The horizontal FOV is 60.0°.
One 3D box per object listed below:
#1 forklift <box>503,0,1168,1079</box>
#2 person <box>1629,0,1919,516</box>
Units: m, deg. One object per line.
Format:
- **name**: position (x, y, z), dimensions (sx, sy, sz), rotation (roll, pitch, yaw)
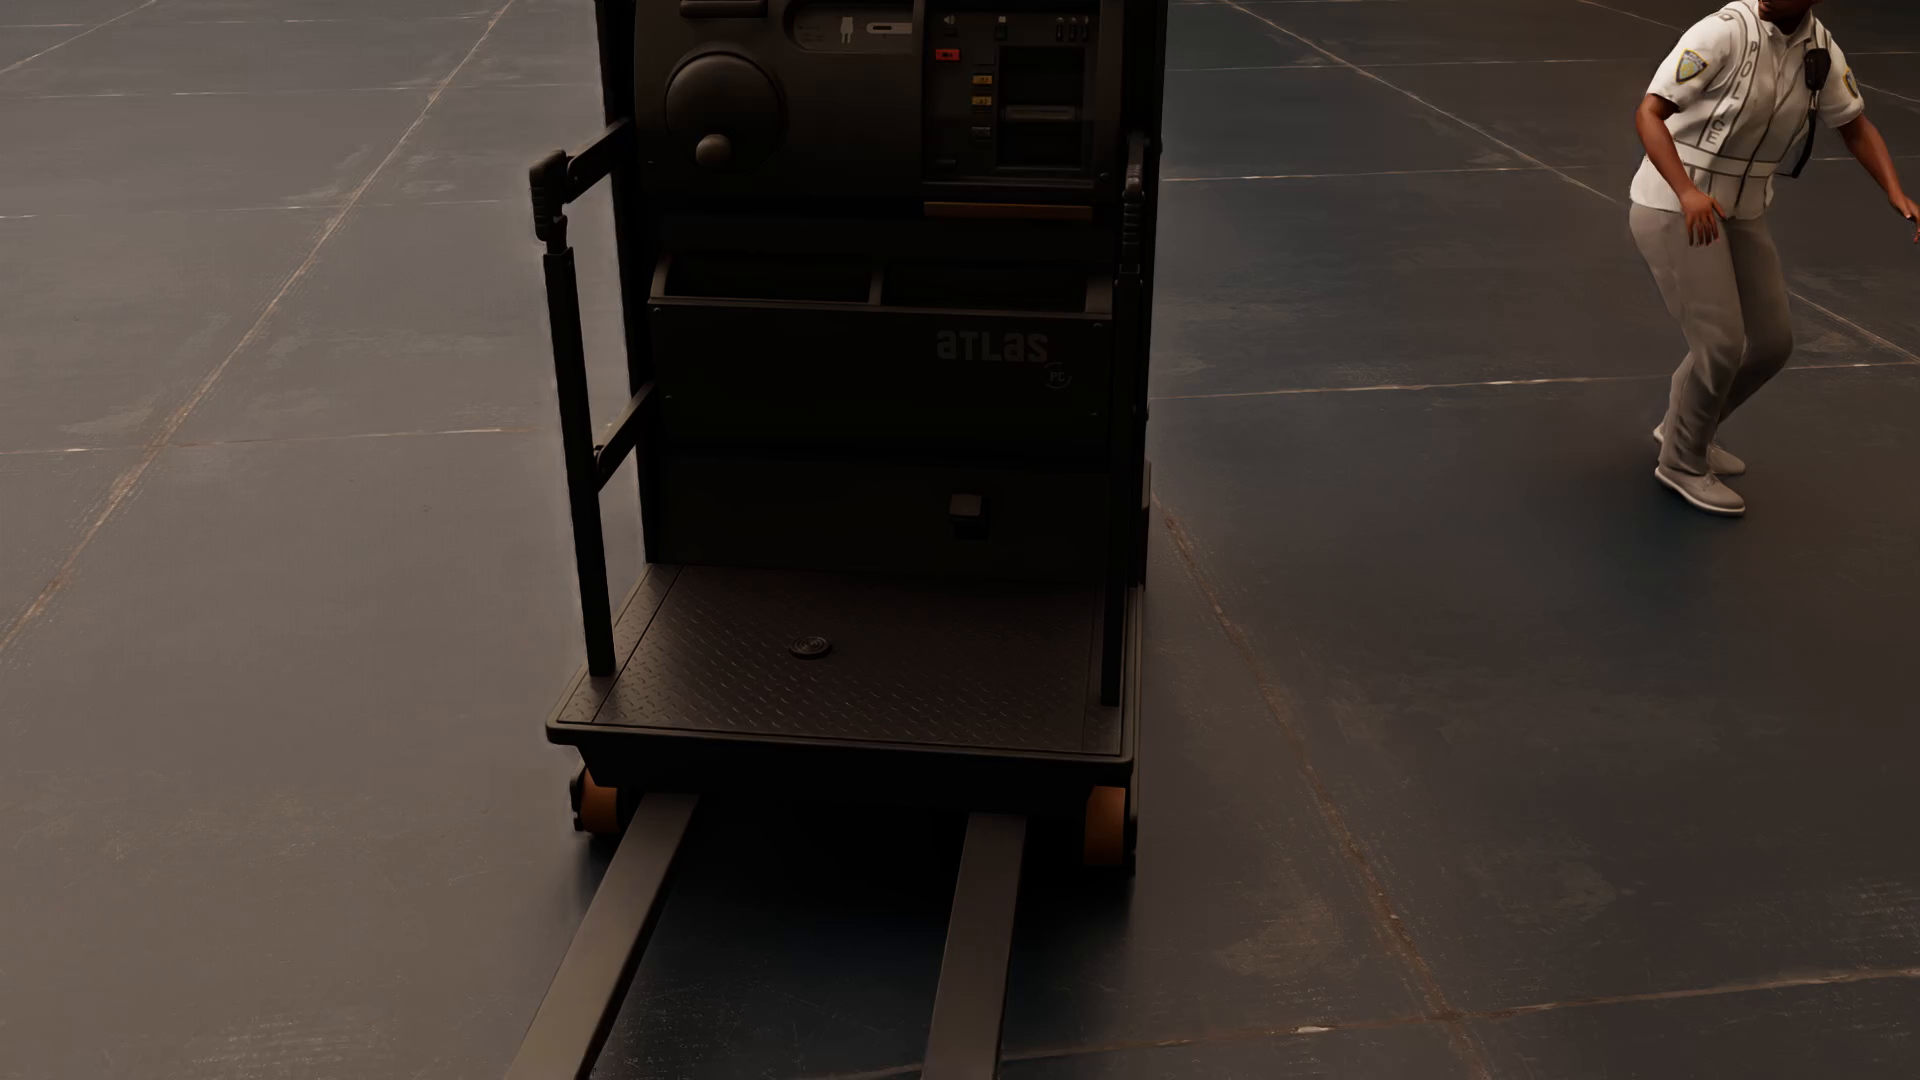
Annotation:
- **forklift**: position (-0.179, -0.832, 2.957), dimensions (1.130, 2.935, 3.031), rotation (3, 26, 6)
- **person**: position (2.189, -0.851, 4.565), dimensions (0.700, 1.612, 0.669), rotation (-12, 28, -23)
